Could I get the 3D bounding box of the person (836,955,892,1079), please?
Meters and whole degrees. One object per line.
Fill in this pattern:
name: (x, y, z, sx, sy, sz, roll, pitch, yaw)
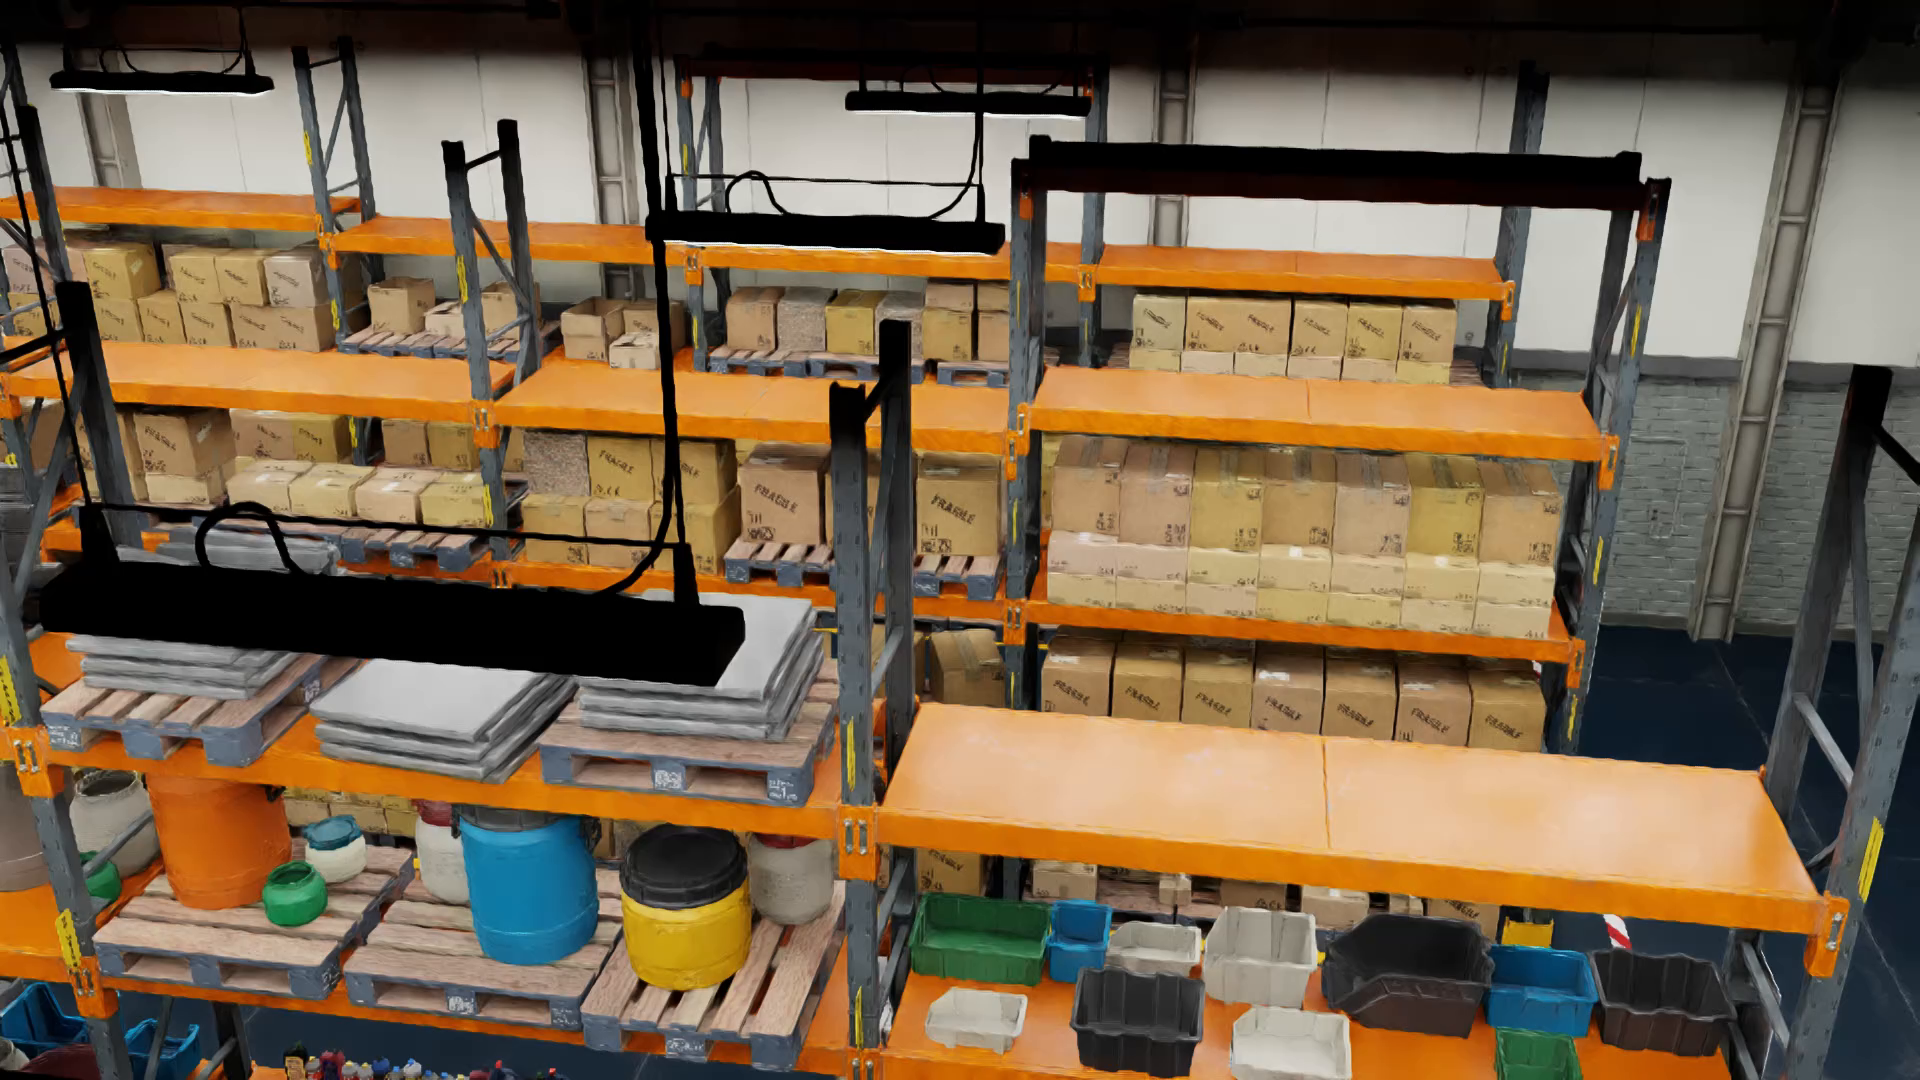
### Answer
person: (-0.519, 3.315, 10.295, 0.641, 1.741, 0.547, 11, 26, 25)
